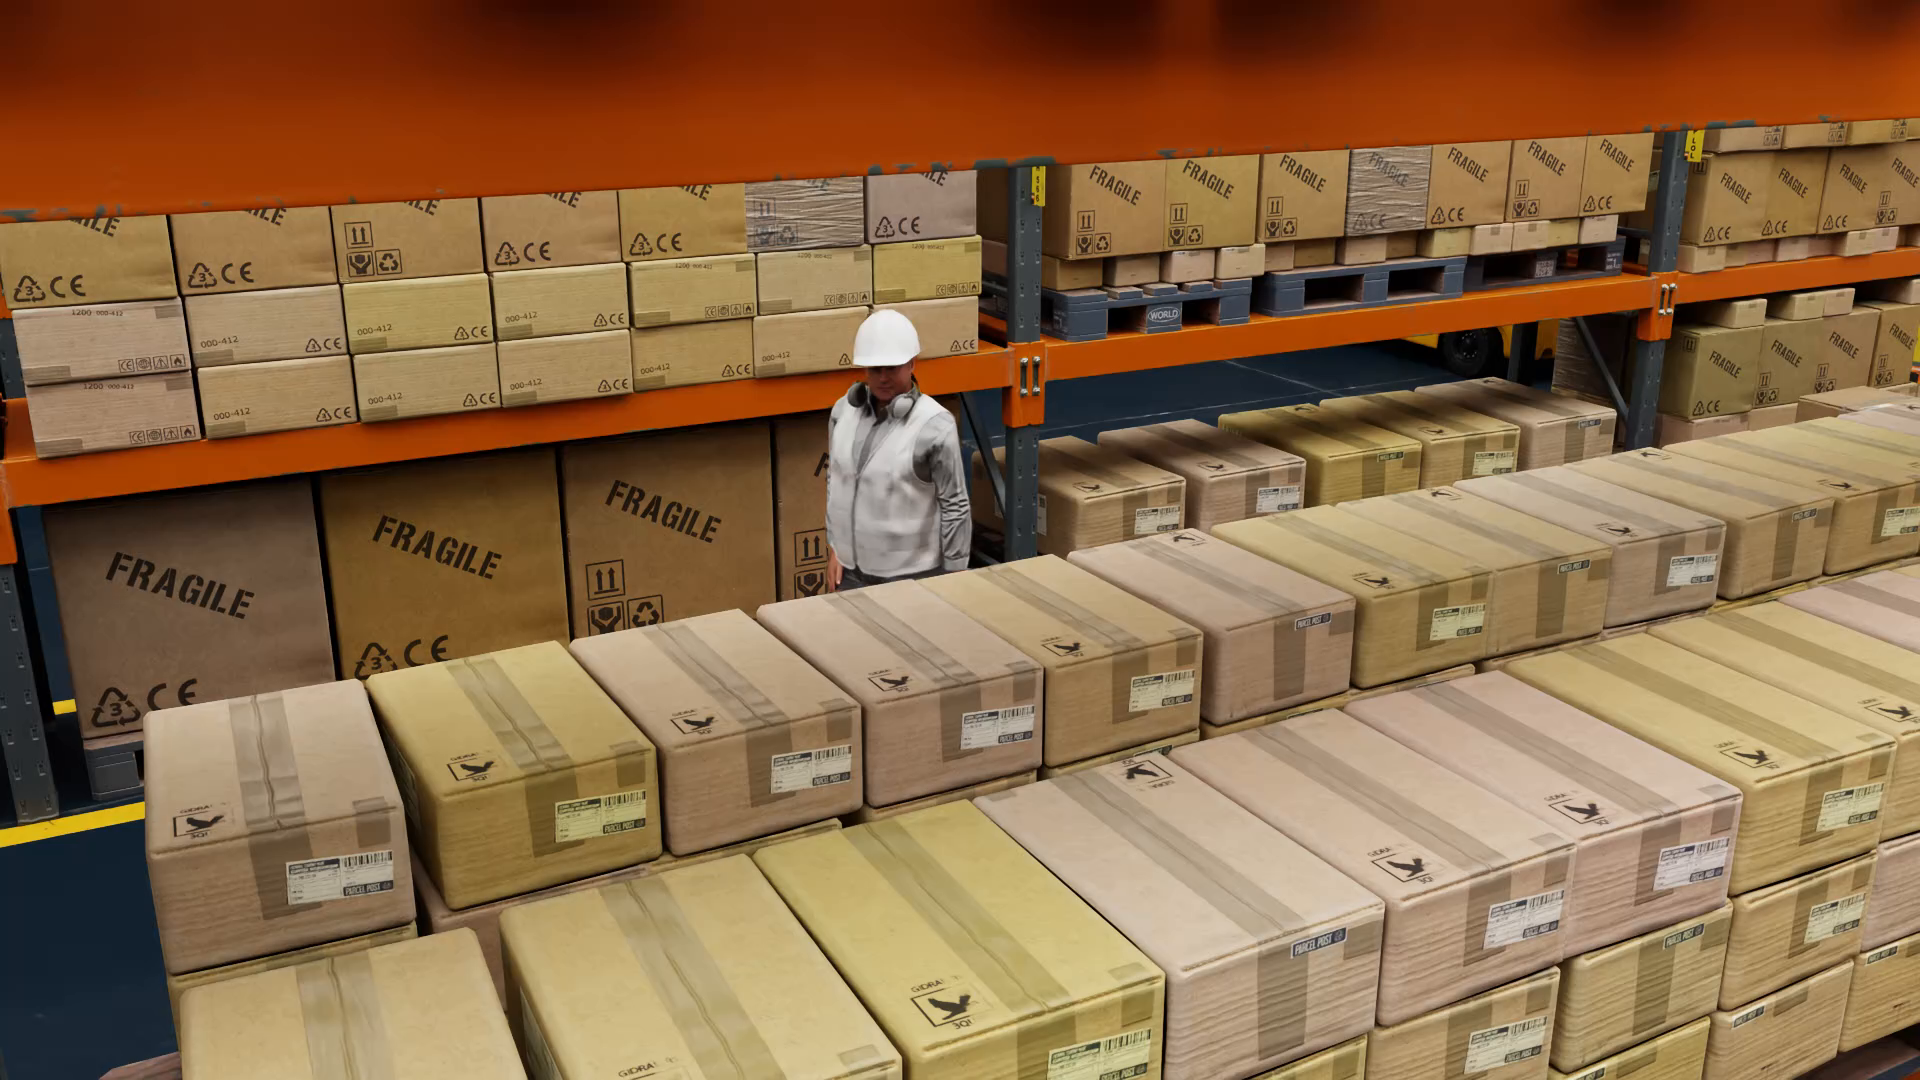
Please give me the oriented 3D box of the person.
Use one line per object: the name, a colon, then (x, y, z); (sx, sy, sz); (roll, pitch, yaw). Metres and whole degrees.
person: (-0.184, 0.060, 5.806); (0.539, 1.769, 0.652); (15, 24, 38)
